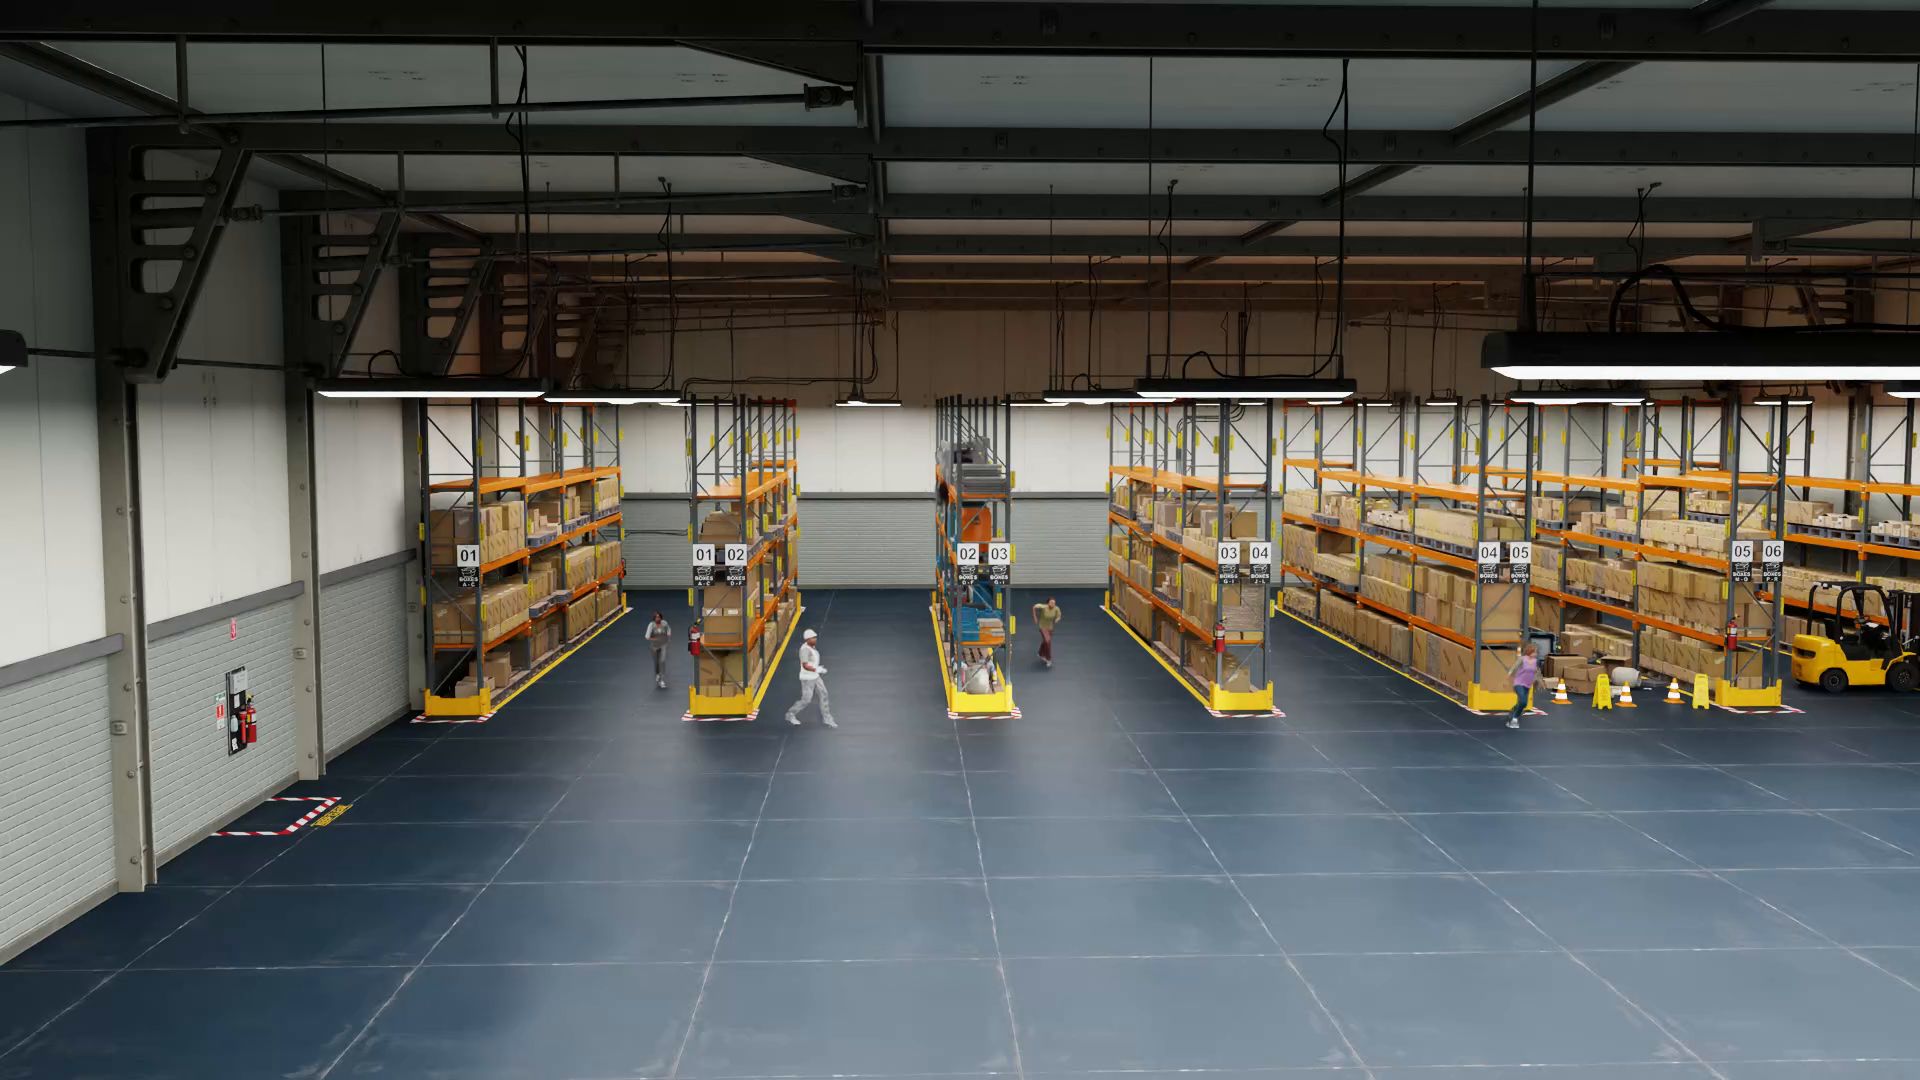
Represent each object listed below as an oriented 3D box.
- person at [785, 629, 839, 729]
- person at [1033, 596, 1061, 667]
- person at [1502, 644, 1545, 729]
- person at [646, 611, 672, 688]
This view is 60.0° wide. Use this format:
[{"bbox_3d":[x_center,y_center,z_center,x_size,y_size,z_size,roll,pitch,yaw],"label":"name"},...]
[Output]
[{"bbox_3d":[-2.665,2.492,29.714,0.970,1.802,0.672,1,5,11],"label":"person"},{"bbox_3d":[1.911,2.030,37.258,0.618,1.618,0.945,-1,5,-16],"label":"person"},{"bbox_3d":[10.062,2.616,29.667,0.524,1.547,0.669,-2,5,-28],"label":"person"},{"bbox_3d":[-6.227,2.230,34.409,0.532,1.567,0.898,-1,5,-9],"label":"person"}]
